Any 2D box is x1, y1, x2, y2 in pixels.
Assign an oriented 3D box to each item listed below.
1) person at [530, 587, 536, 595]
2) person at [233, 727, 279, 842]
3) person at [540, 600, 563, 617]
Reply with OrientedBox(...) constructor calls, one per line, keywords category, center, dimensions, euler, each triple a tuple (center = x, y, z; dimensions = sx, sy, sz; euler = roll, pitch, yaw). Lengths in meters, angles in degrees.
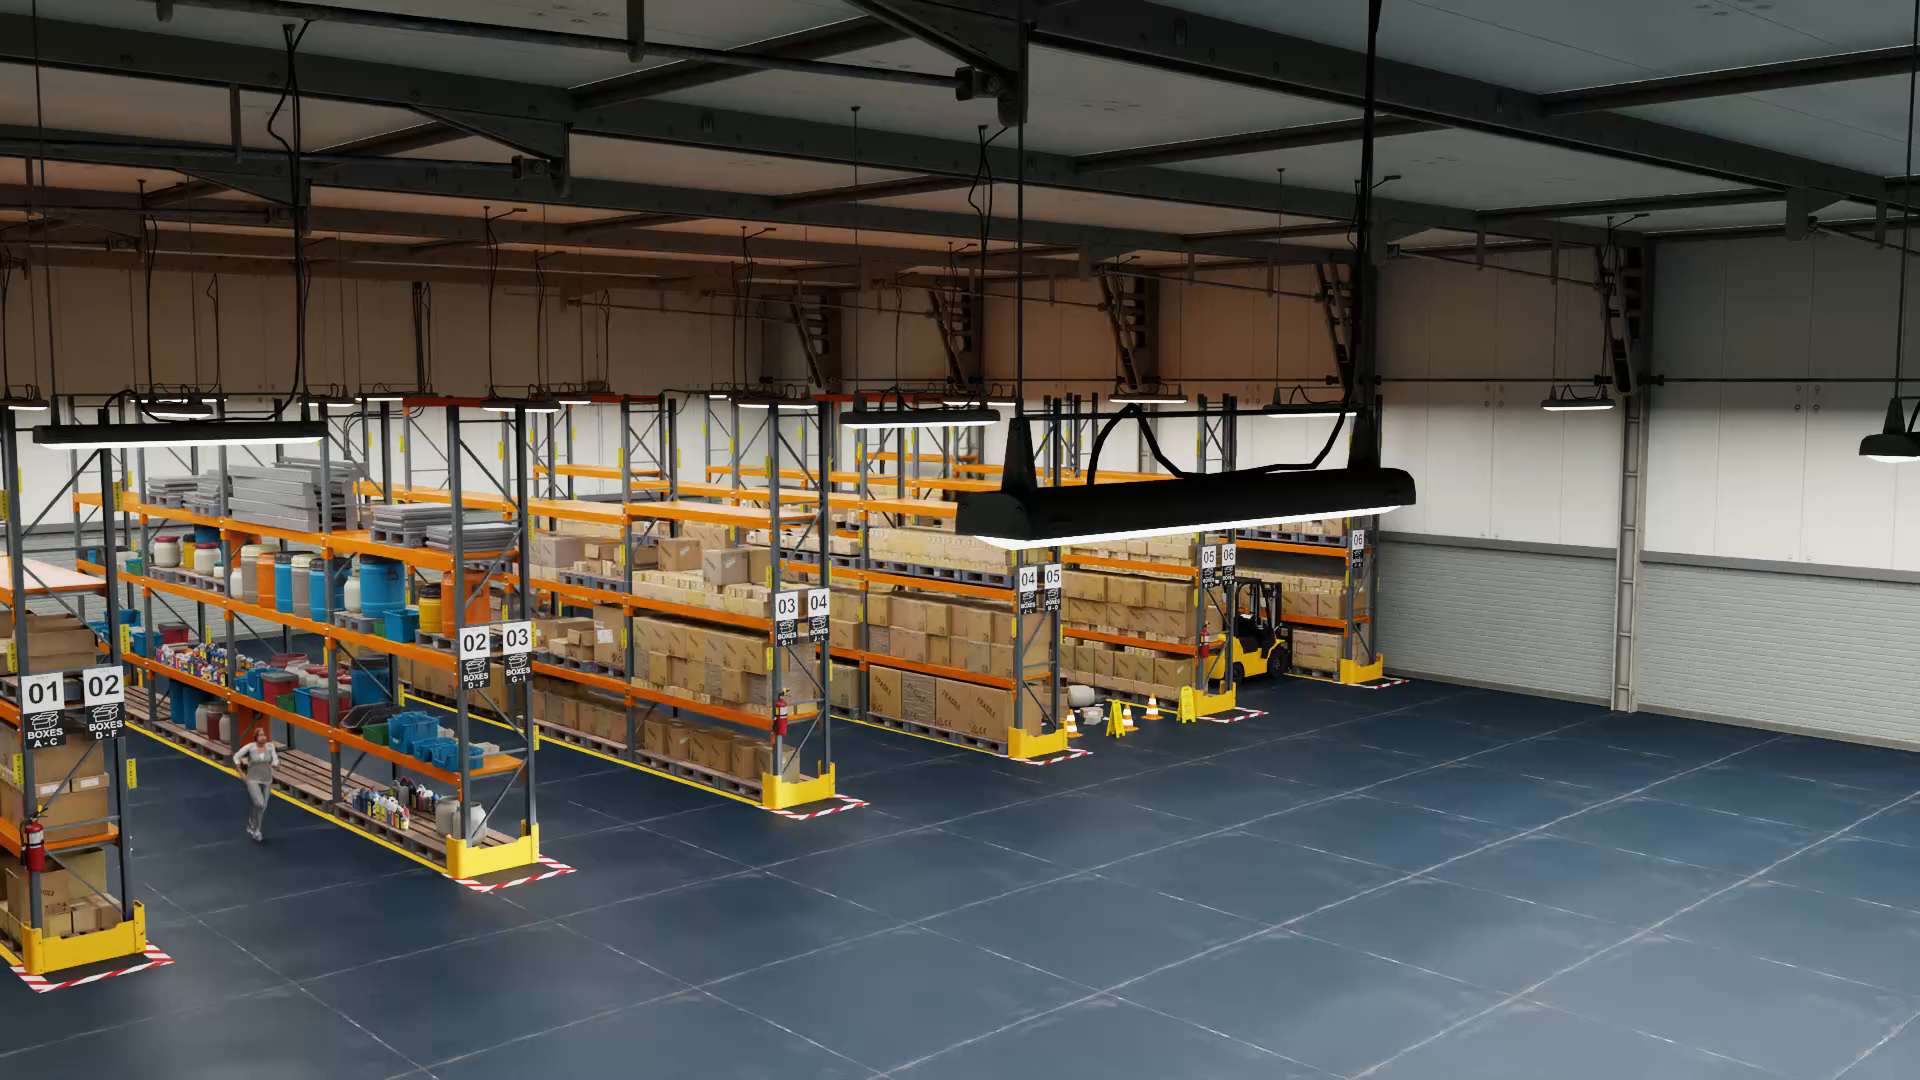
OrientedBox(category="person", center=(-10.368, 1.538, 40.573), dimensions=(0.828, 1.776, 0.702), euler=(-3, 6, -25))
OrientedBox(category="person", center=(-9.618, 3.340, 22.807), dimensions=(0.520, 1.583, 0.710), euler=(-5, 8, -44))
OrientedBox(category="person", center=(-8.544, 2.112, 34.879), dimensions=(1.095, 1.733, 0.624), euler=(4, 7, 35))
